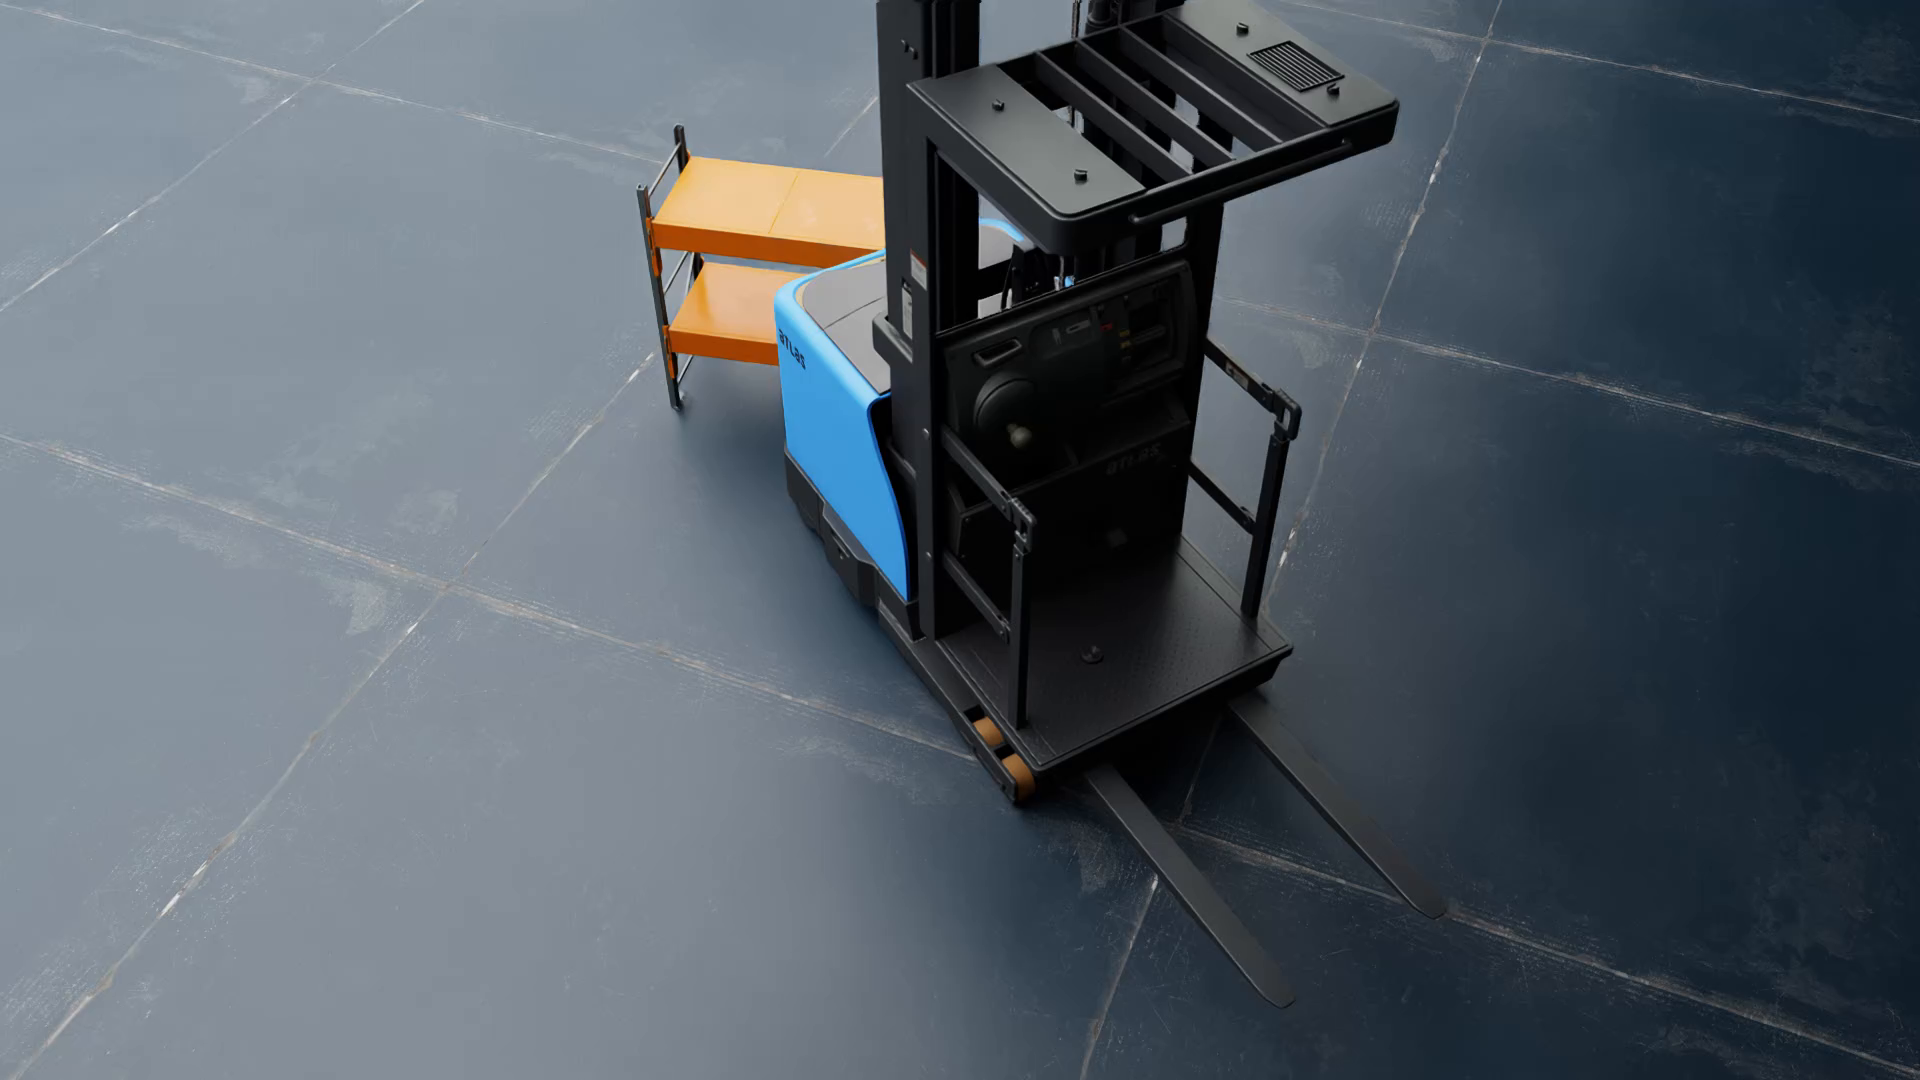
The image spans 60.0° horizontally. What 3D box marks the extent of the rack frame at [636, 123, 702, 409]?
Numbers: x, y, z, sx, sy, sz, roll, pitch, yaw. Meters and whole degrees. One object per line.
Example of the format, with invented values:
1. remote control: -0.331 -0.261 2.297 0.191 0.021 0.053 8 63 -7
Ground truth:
1. rack frame: -1.211 -1.153 7.111 0.032 1.125 0.500 8 45 8

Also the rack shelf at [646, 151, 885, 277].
1. rack shelf: -0.713 -1.288 6.832 1.000 0.278 0.538 8 45 8

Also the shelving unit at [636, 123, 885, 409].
1. shelving unit: -0.713 -1.081 7.038 1.048 1.125 0.538 8 45 8

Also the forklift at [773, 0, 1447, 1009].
1. forklift: 0.477 -0.503 5.177 1.130 2.935 3.031 -23 49 -21

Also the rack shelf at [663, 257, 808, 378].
1. rack shelf: -0.713 -0.907 7.211 1.000 0.278 0.538 8 45 8
